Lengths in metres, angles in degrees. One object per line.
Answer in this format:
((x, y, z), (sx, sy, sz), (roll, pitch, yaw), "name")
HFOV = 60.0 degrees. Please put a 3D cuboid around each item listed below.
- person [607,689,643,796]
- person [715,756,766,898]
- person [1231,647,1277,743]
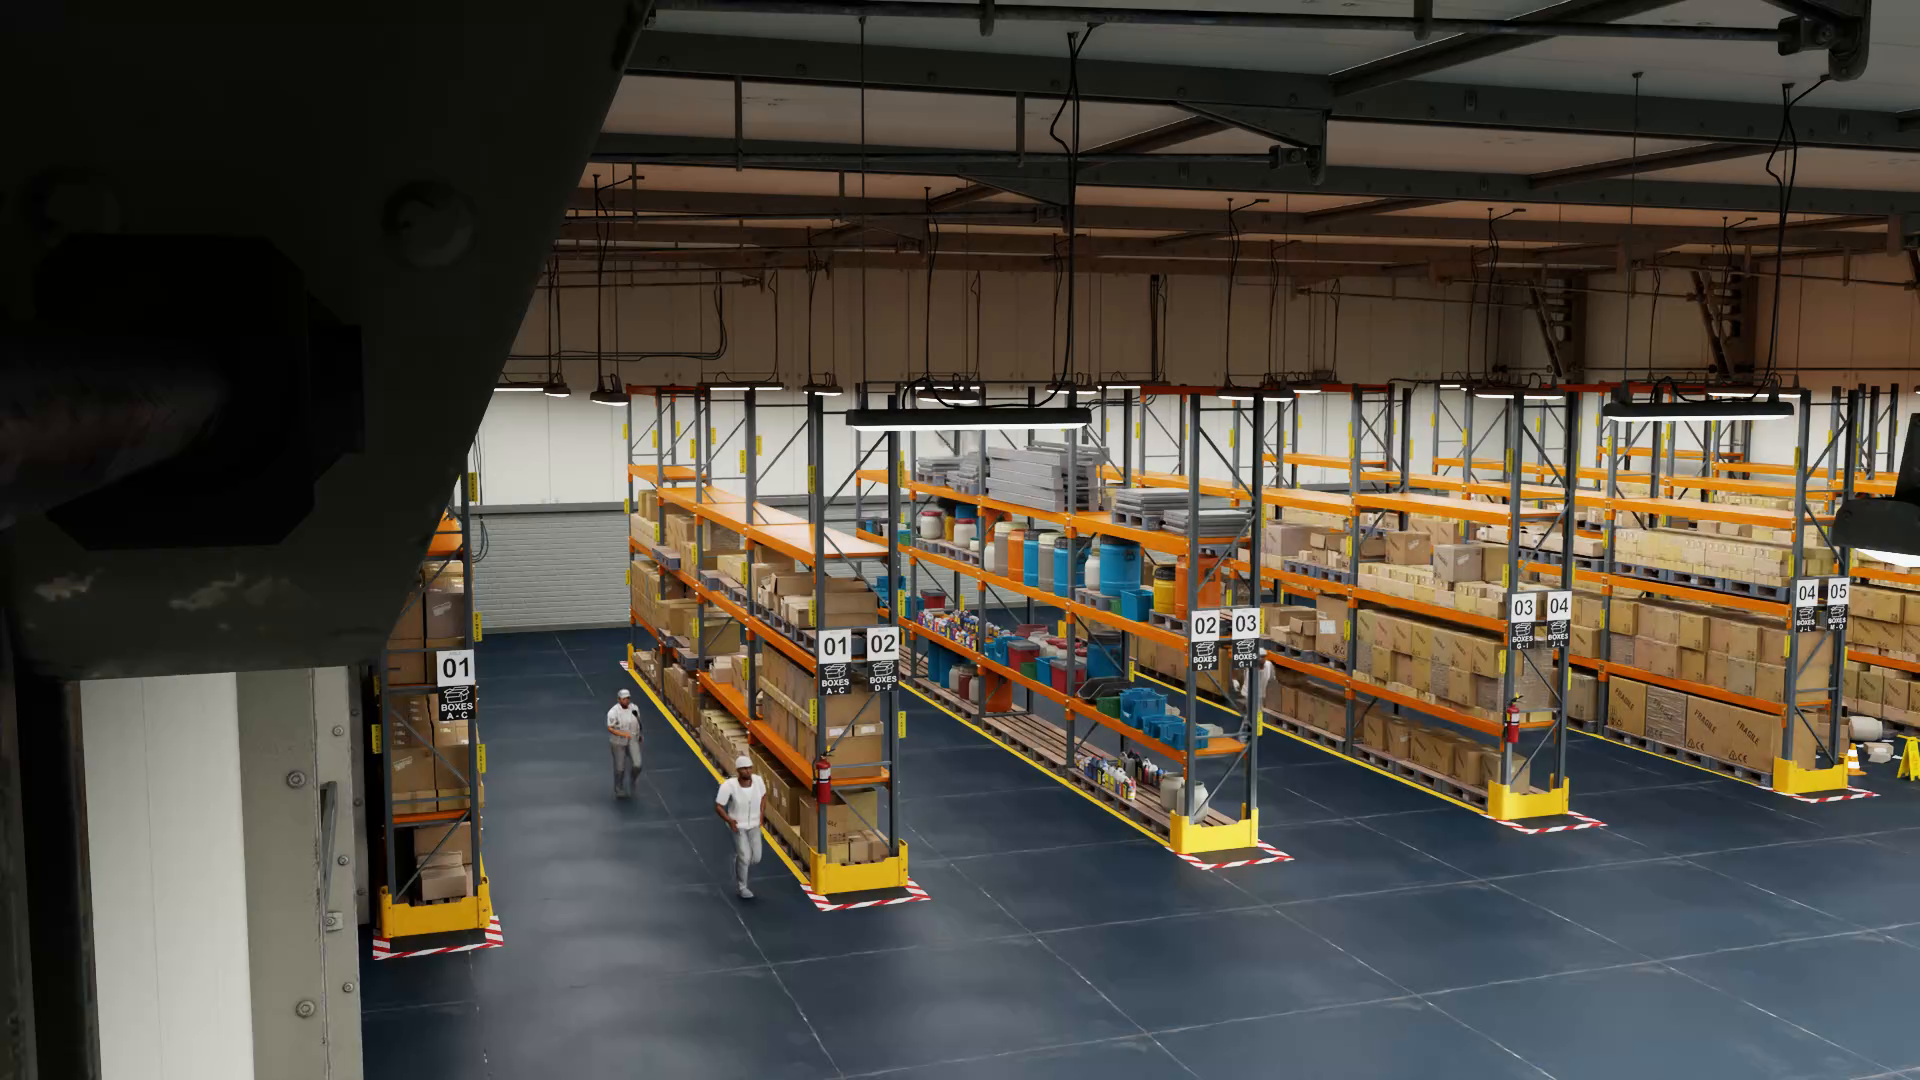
((-4.904, 2.987, 24.449), (0.577, 1.626, 0.719), (-3, 7, -30), "person")
((-2.616, 3.414, 19.958), (0.692, 1.718, 0.652), (-4, 7, -34), "person")
((4.877, 2.612, 27.620), (0.668, 1.741, 0.937), (-3, 6, -23), "person")
